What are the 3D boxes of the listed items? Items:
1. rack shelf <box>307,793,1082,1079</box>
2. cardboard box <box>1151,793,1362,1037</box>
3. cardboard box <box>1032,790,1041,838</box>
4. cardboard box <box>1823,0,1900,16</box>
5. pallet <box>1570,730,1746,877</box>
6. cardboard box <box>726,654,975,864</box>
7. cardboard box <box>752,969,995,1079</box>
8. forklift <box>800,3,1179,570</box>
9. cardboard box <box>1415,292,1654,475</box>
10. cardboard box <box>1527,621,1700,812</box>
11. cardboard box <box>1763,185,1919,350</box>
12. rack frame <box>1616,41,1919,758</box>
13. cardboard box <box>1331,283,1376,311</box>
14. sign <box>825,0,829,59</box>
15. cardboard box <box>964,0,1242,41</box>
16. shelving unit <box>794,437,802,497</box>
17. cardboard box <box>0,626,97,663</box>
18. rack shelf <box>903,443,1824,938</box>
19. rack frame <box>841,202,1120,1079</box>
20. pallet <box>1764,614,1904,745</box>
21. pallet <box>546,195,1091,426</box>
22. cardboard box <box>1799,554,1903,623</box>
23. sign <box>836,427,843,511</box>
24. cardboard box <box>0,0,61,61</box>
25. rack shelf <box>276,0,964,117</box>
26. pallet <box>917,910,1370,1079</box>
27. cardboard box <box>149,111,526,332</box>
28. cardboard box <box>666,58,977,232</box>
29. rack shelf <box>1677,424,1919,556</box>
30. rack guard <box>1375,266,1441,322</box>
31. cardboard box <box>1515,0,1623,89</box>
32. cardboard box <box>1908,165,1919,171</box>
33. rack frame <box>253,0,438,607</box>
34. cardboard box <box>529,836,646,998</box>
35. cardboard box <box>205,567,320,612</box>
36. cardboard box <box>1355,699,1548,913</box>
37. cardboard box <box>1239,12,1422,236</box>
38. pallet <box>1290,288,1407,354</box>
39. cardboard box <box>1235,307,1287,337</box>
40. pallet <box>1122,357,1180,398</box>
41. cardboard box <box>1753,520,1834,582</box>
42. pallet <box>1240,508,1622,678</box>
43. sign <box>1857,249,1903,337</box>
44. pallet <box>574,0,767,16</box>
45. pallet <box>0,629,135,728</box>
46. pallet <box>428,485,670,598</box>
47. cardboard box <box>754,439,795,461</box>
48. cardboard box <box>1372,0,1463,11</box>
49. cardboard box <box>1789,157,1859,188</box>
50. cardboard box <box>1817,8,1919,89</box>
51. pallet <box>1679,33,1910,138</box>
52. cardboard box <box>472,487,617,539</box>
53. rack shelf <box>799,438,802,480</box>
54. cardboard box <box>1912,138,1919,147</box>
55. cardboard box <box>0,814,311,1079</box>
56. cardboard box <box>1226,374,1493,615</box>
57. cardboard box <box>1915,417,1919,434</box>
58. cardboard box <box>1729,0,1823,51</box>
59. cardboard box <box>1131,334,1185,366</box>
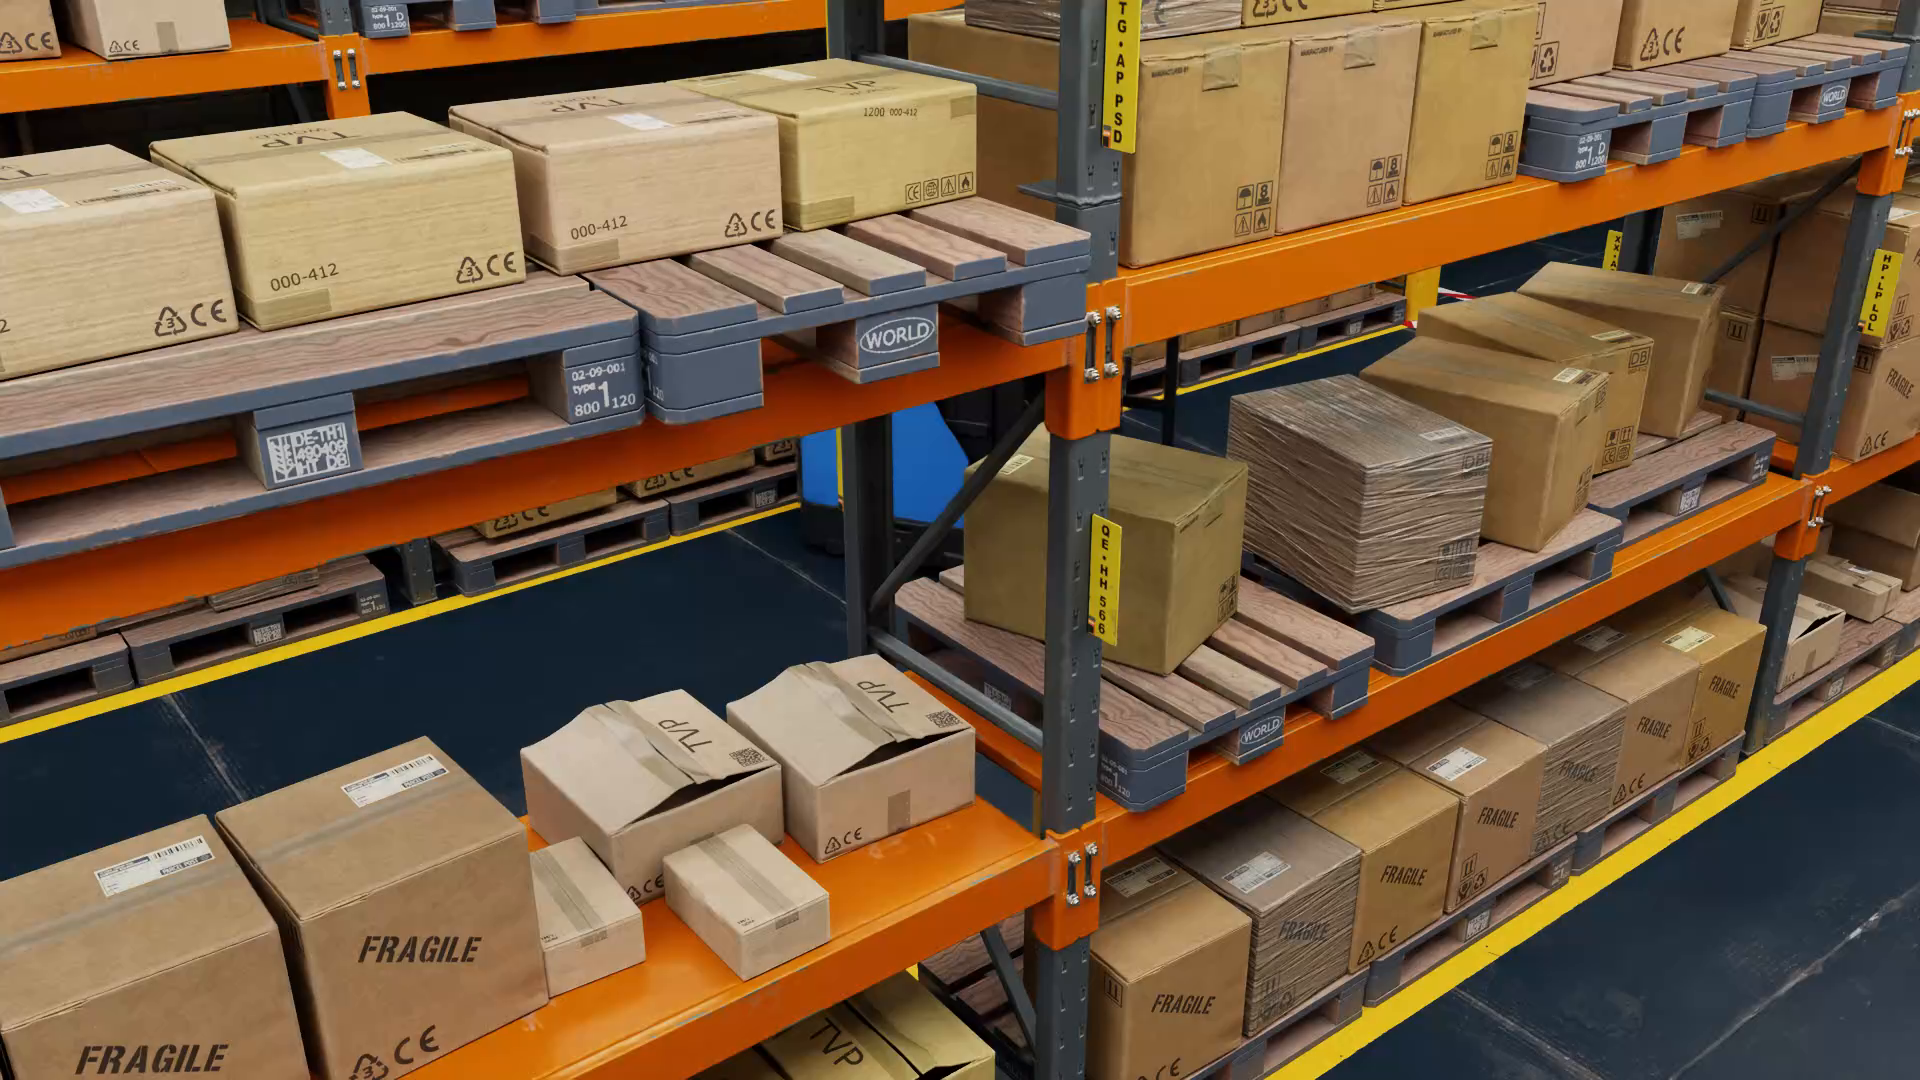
[{"bbox_3d":[-1.563,1.288,3.766,4.000,0.370,1.077,-18,31,-34],"label":"rack shelf"},{"bbox_3d":[0.954,1.215,5.515,0.500,0.500,0.500,-20,31,-36],"label":"cardboard box"},{"bbox_3d":[0.602,1.056,5.858,0.500,0.500,0.500,-17,30,-32],"label":"cardboard box"},{"bbox_3d":[3.694,-2.160,6.362,0.500,0.250,0.500,-18,31,-34],"label":"cardboard box"},{"bbox_3d":[2.542,0.892,7.077,1.213,0.211,1.003,-18,31,-34],"label":"pallet"},{"bbox_3d":[-0.302,0.563,4.580,0.500,0.311,0.500,-16,29,-31],"label":"cardboard box"},{"bbox_3d":[-0.249,1.462,4.637,0.500,0.311,0.500,-17,30,-33],"label":"cardboard box"},{"bbox_3d":[0.702,-1.220,8.396,3.031,2.935,1.130,10,27,20],"label":"forklift"},{"bbox_3d":[2.146,-0.584,6.327,0.500,0.500,0.700,-13,28,-26],"label":"cardboard box"},{"bbox_3d":[2.553,0.686,6.655,0.500,0.500,0.500,-18,30,-34],"label":"cardboard box"},{"bbox_3d":[3.703,-1.125,6.804,0.500,0.500,0.500,-17,30,-33],"label":"cardboard box"},{"bbox_3d":[3.158,-0.597,6.972,0.127,3.000,1.000,-18,31,-34],"label":"rack frame"},{"bbox_3d":[2.757,-2.117,12.720,0.500,0.500,0.700,-18,31,-34],"label":"cardboard box"},{"bbox_3d":[-0.322,-1.333,4.382,0.005,0.325,0.100,-18,31,-34],"label":"sign"},{"bbox_3d":[0.358,-1.528,4.110,0.500,0.500,0.500,-18,31,-34],"label":"cardboard box"},{"bbox_3d":[-0.647,-1.235,9.300,0.503,2.100,0.431,-15,26,-32],"label":"shelving unit"},{"bbox_3d":[-4.434,0.175,7.757,0.500,0.500,0.700,-18,31,-34],"label":"cardboard box"},{"bbox_3d":[1.585,0.249,6.004,4.000,0.370,1.077,-18,31,-34],"label":"rack shelf"},{"bbox_3d":[0.011,0.442,4.734,0.127,3.000,1.000,-18,31,-34],"label":"rack frame"},{"bbox_3d":[3.699,0.490,7.943,1.213,0.211,1.003,-18,31,-34],"label":"pallet"},{"bbox_3d":[-0.468,-0.627,3.698,1.003,0.211,1.213,-17,30,-32],"label":"pallet"},{"bbox_3d":[4.297,0.224,8.048,0.250,0.166,0.380,-18,31,-34],"label":"cardboard box"},{"bbox_3d":[-0.331,-0.224,4.889,0.005,0.325,0.100,-18,31,-34],"label":"sign"},{"bbox_3d":[-4.126,-2.308,6.951,0.637,0.503,0.797,-14,28,-27],"label":"cardboard box"},{"bbox_3d":[-1.475,-2.751,8.907,4.000,0.370,1.077,-18,31,-34],"label":"rack shelf"},{"bbox_3d":[0.622,1.526,5.711,1.213,0.211,1.003,-18,31,-34],"label":"pallet"},{"bbox_3d":[-1.170,-0.617,3.133,0.500,0.250,0.500,-19,31,-35],"label":"cardboard box"},{"bbox_3d":[-0.312,-0.904,3.751,0.500,0.250,0.500,-21,32,-38],"label":"cardboard box"},{"bbox_3d":[4.732,-0.790,8.243,4.000,0.370,1.077,-18,31,-34],"label":"rack shelf"},{"bbox_3d":[3.265,-2.148,13.285,0.348,0.500,1.175,-18,31,-34],"label":"rack guard"},{"bbox_3d":[1.669,-1.785,5.233,0.600,0.600,0.600,-20,31,-36],"label":"cardboard box"},{"bbox_3d":[4.513,-1.392,7.380,0.500,0.500,0.500,-19,31,-35],"label":"cardboard box"},{"bbox_3d":[-3.049,-1.198,8.267,0.127,3.000,1.000,-18,31,-34],"label":"rack frame"},{"bbox_3d":[-0.958,0.906,4.032,0.250,0.149,0.380,-16,29,-30],"label":"cardboard box"},{"bbox_3d":[-3.583,-0.059,8.261,0.500,0.500,0.700,-18,30,-33],"label":"cardboard box"},{"bbox_3d":[1.759,0.949,6.088,0.500,0.500,0.500,-19,31,-36],"label":"cardboard box"},{"bbox_3d":[0.735,-1.221,4.635,0.500,0.500,0.910,-18,31,-34],"label":"cardboard box"},{"bbox_3d":[2.666,-1.777,12.829,1.213,0.211,1.003,-18,31,-34],"label":"pallet"},{"bbox_3d":[1.968,-1.857,12.158,0.500,0.500,0.700,-19,31,-36],"label":"cardboard box"},{"bbox_3d":[0.745,-1.143,11.463,1.213,0.211,1.003,-18,31,-34],"label":"pallet"},{"bbox_3d":[4.022,-0.013,8.387,0.500,0.311,0.500,-18,31,-34],"label":"cardboard box"},{"bbox_3d":[1.538,0.023,5.866,1.213,0.211,1.003,-18,31,-34],"label":"pallet"},{"bbox_3d":[3.504,-0.939,6.335,0.005,0.325,0.100,-18,31,-34],"label":"sign"},{"bbox_3d":[-1.697,-2.949,8.702,1.213,0.211,1.003,-17,30,-32],"label":"pallet"},{"bbox_3d":[-4.624,0.585,7.739,1.213,0.211,1.003,-18,31,-34],"label":"pallet"},{"bbox_3d":[-2.382,-0.113,9.242,1.213,0.211,1.003,-18,31,-34],"label":"pallet"},{"bbox_3d":[-1.030,-1.008,9.914,0.750,0.750,0.750,-17,30,-33],"label":"cardboard box"},{"bbox_3d":[1.161,-1.793,4.681,0.500,0.500,0.500,-18,31,-34],"label":"cardboard box"},{"bbox_3d":[3.798,-1.447,7.497,0.500,0.500,0.500,-19,31,-35],"label":"cardboard box"},{"bbox_3d":[3.694,-1.934,6.468,0.500,0.250,0.500,-18,31,-34],"label":"cardboard box"},{"bbox_3d":[2.602,-1.726,6.066,1.003,0.211,1.213,-18,31,-34],"label":"pallet"},{"bbox_3d":[-2.389,-0.561,8.949,0.750,0.750,0.750,-19,31,-35],"label":"cardboard box"},{"bbox_3d":[-0.635,-0.572,9.565,0.480,0.518,0.431,-15,26,-32],"label":"rack shelf"},{"bbox_3d":[4.592,-1.708,8.060,0.500,0.500,0.500,-19,31,-34],"label":"cardboard box"},{"bbox_3d":[-1.714,0.975,3.467,0.500,0.500,0.500,-18,30,-34],"label":"cardboard box"},{"bbox_3d":[1.274,-0.169,5.433,0.500,0.500,0.700,-12,28,-24],"label":"cardboard box"},{"bbox_3d":[4.129,-0.818,7.331,0.500,0.500,0.500,-18,30,-33],"label":"cardboard box"},{"bbox_3d":[2.717,-2.132,5.981,0.600,0.600,0.600,-22,33,-39],"label":"cardboard box"},{"bbox_3d":[1.148,-1.583,11.568,0.500,0.500,0.700,-19,31,-35],"label":"cardboard box"}]
